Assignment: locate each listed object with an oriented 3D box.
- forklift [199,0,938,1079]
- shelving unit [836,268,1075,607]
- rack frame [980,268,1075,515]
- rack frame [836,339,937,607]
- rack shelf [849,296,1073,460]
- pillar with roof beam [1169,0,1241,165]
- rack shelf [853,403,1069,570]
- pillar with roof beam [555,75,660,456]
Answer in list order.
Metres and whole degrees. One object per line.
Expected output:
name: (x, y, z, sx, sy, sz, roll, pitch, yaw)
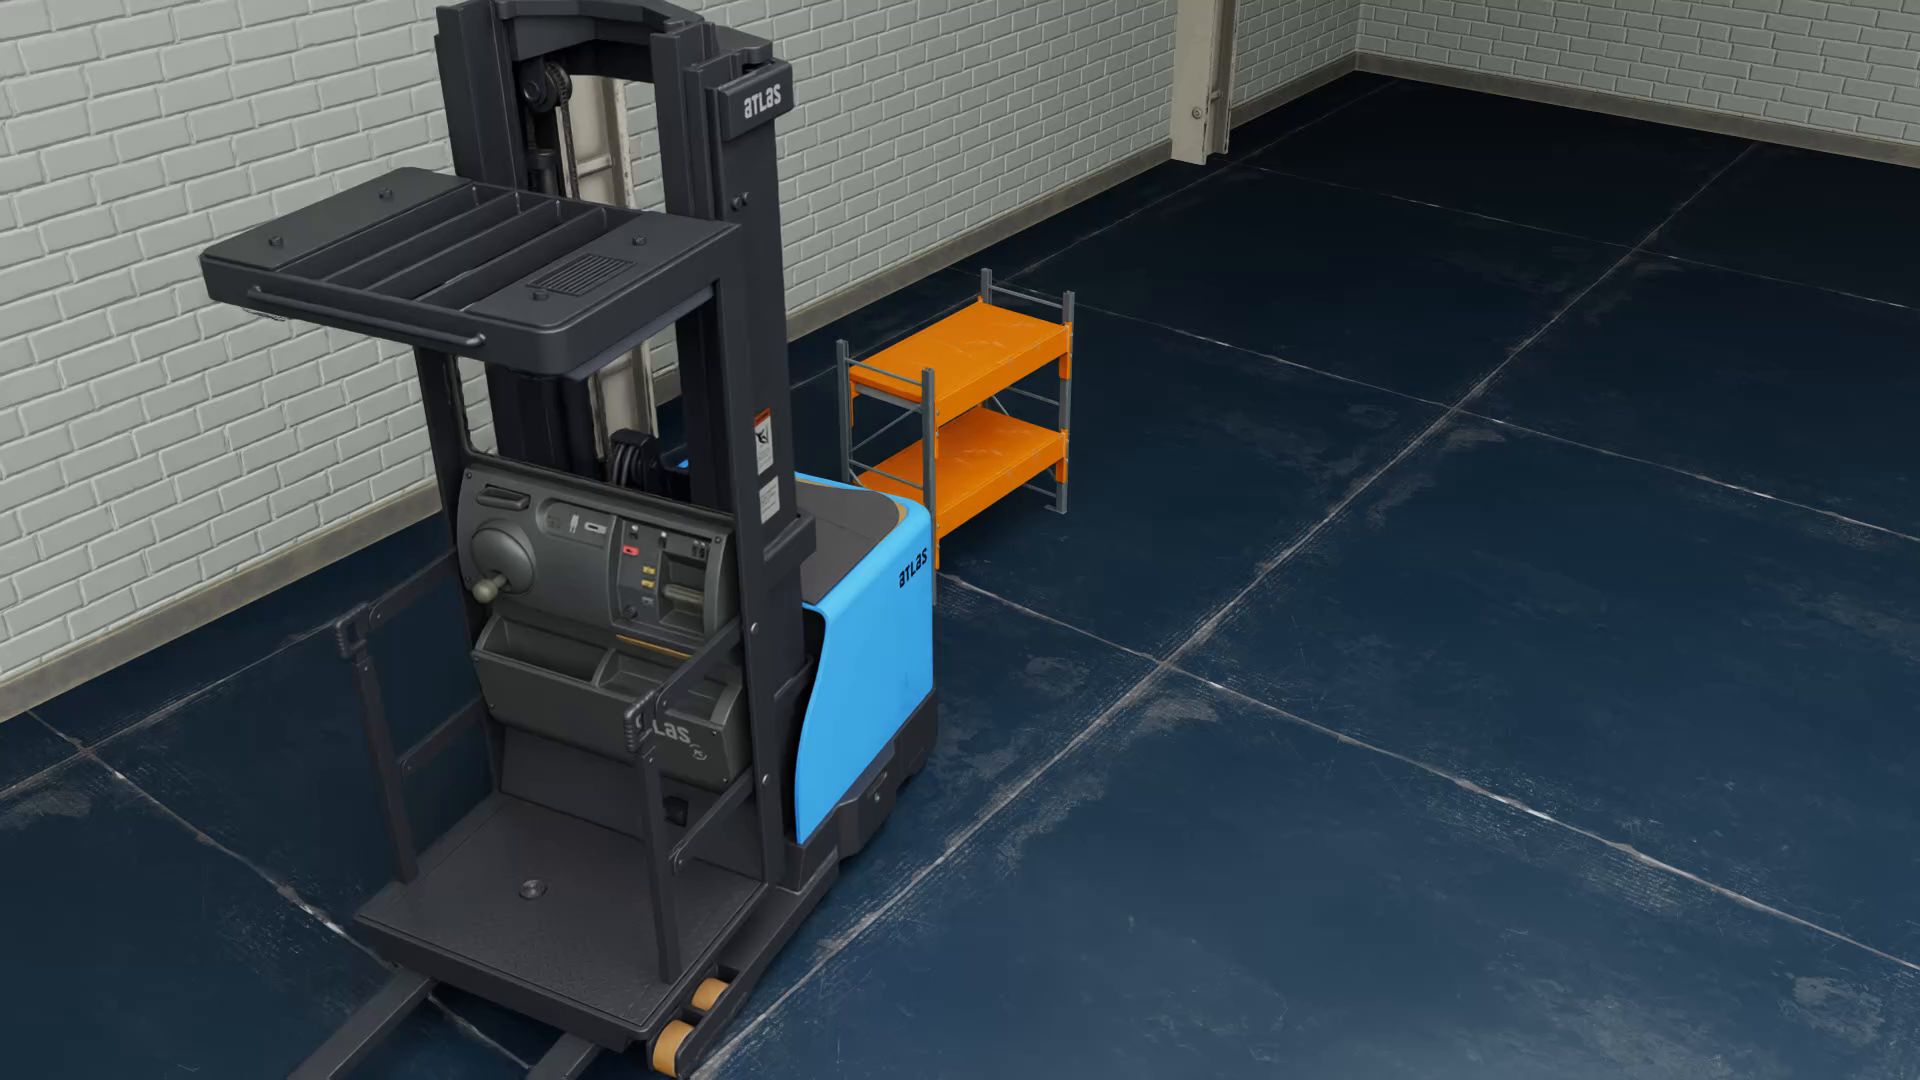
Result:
forklift: (-1.177, 0.103, 4.702, 1.130, 2.935, 3.031, 14, 33, 22)
shelving unit: (-0.004, -0.481, 7.459, 0.538, 1.125, 1.048, 21, 37, 31)
rack frame: (0.303, -0.688, 7.807, 0.500, 1.125, 0.032, 21, 37, 31)
rack frame: (-0.311, -0.275, 7.110, 0.500, 1.125, 0.032, 21, 37, 31)
rack shelf: (-0.004, -0.733, 7.309, 0.538, 0.278, 1.000, 21, 37, 31)
pillar with roof beam: (5.252, -5.493, 8.191, 9.100, 9.000, 0.400, 21, 37, 31)
rack shelf: (-0.004, -0.271, 7.583, 0.538, 0.278, 1.000, 21, 37, 31)
pillar with roof beam: (1.630, -3.054, 4.076, 9.100, 9.000, 0.400, 21, 37, 31)
